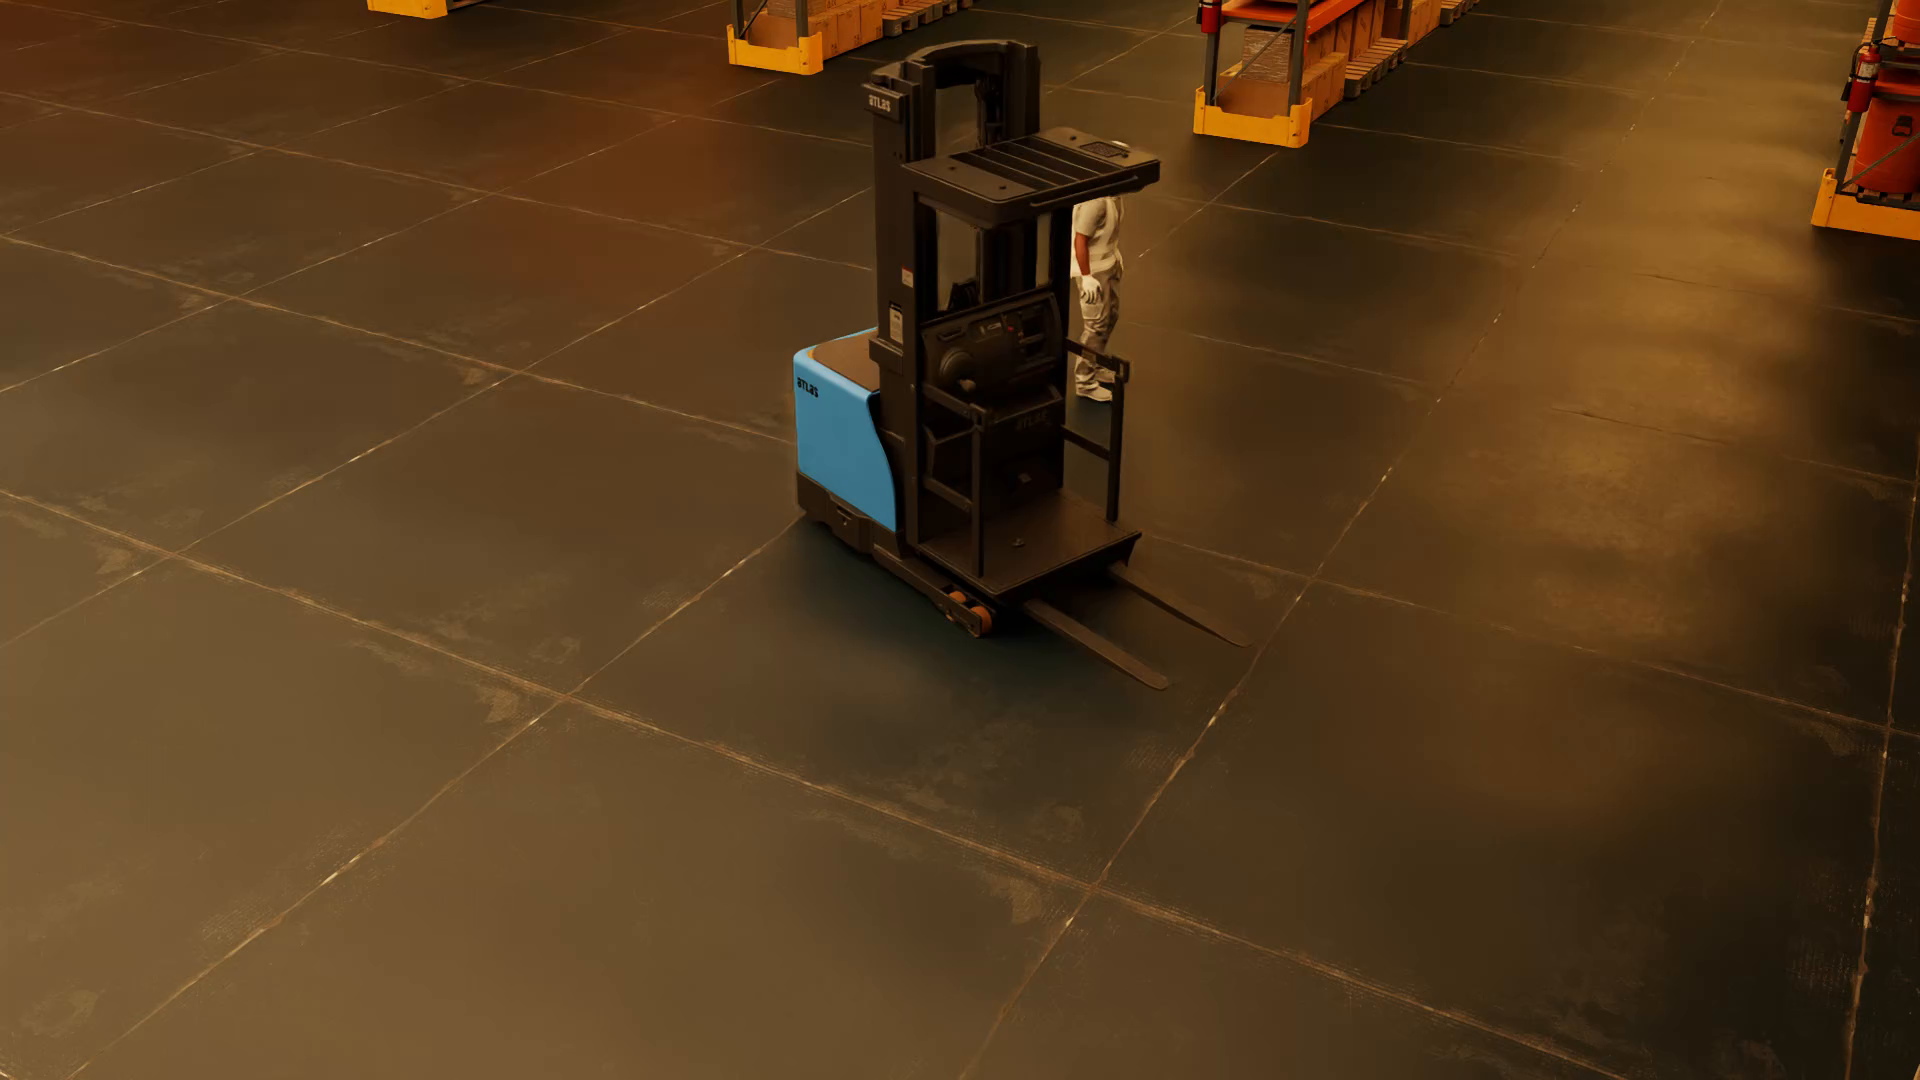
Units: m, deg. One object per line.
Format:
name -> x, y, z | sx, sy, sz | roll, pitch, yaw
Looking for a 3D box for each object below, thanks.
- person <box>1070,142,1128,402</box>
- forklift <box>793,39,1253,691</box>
person -> 0.973, -1.864, 11.464 | 0.439, 1.772, 0.663 | 11, 32, 19
forklift -> 0.314, -1.024, 8.845 | 1.130, 2.935, 3.031 | -22, 36, -33
